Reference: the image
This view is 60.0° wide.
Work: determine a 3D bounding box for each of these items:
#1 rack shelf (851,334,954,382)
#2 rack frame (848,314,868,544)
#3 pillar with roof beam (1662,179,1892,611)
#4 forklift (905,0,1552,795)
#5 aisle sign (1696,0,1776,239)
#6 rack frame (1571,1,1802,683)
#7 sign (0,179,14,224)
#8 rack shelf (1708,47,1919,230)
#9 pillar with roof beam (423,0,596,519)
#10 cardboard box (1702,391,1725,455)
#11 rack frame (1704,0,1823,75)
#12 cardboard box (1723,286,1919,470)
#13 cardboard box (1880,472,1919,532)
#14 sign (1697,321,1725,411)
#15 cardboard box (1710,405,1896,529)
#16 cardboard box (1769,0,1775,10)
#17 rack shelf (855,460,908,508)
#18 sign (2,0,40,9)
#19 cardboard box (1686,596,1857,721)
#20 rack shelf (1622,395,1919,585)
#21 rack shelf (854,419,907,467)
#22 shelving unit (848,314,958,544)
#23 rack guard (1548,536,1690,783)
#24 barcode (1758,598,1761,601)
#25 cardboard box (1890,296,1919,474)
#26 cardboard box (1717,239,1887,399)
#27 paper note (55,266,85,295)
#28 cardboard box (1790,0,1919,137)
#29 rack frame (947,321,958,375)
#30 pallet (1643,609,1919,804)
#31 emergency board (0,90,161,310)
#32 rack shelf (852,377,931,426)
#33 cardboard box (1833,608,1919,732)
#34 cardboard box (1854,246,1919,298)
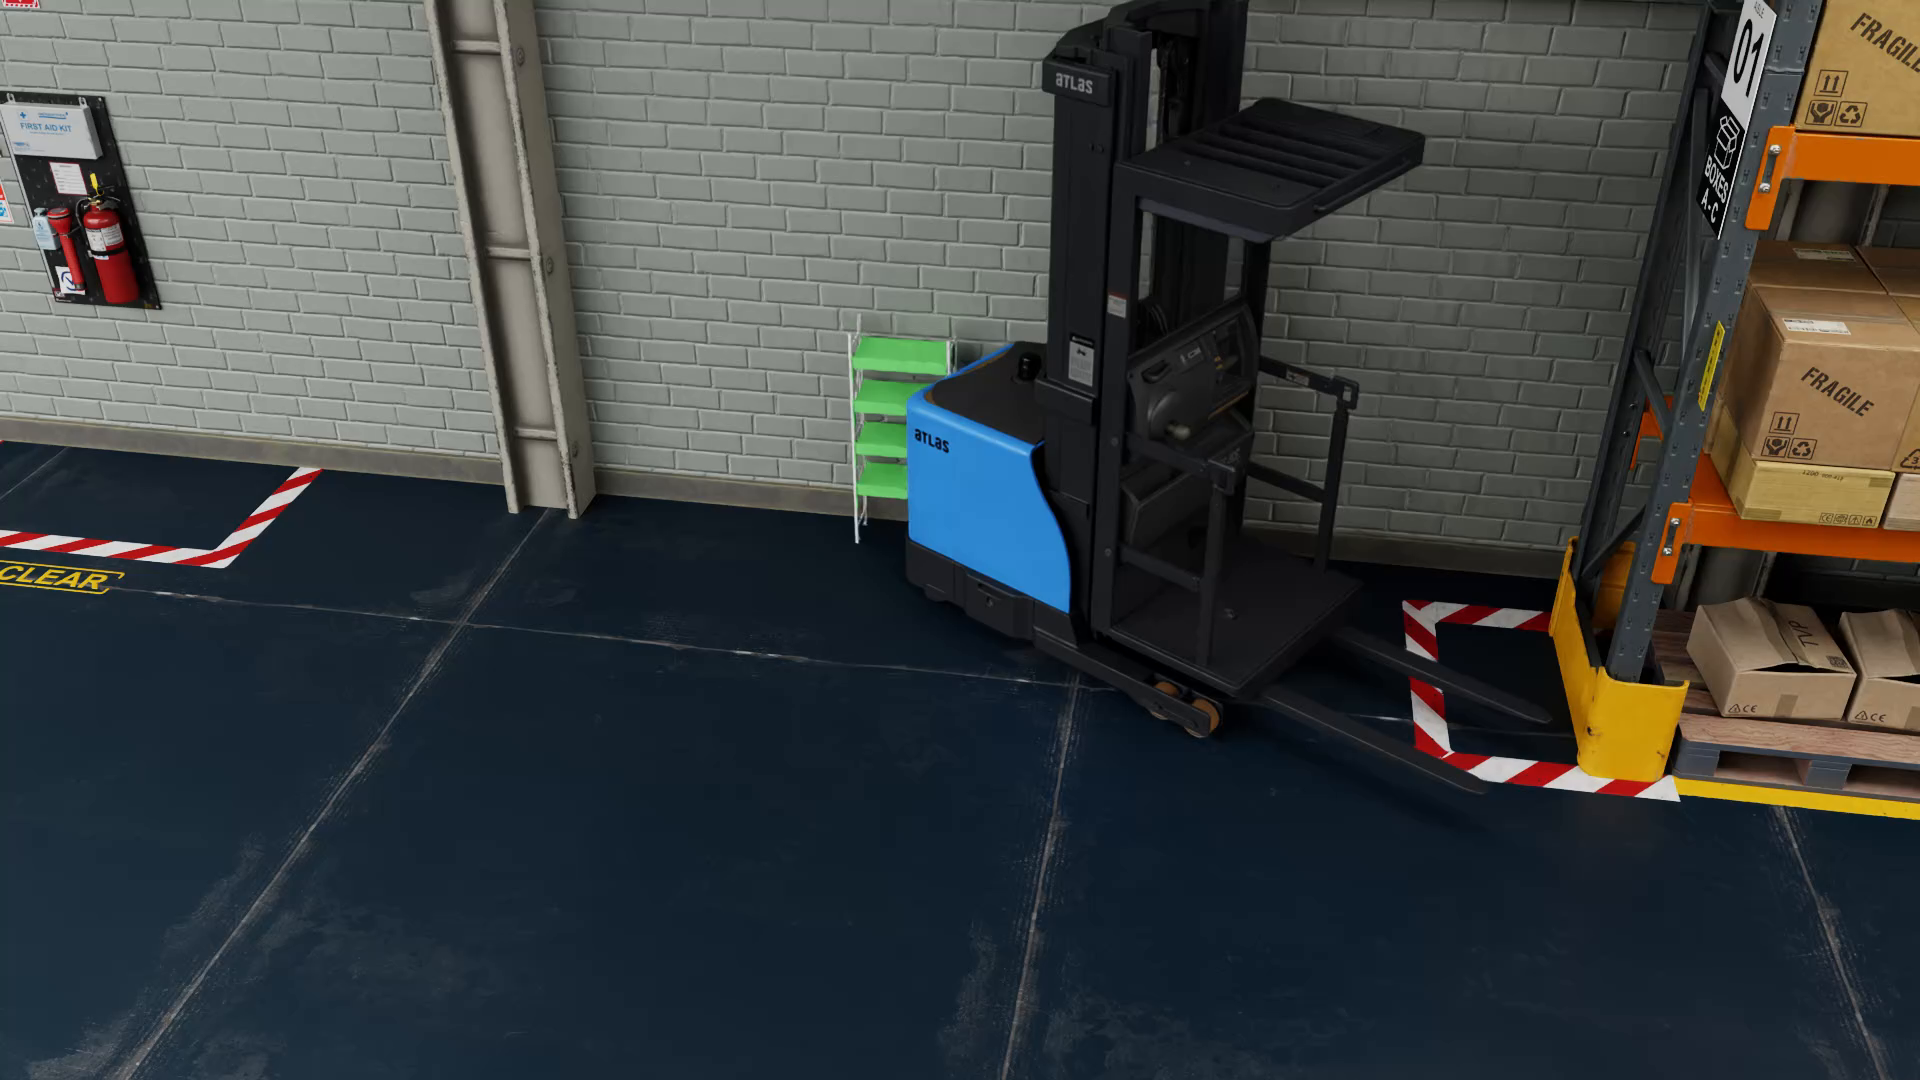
[{"bbox_3d":[-0.279,-0.885,8.248,0.480,0.148,0.258,5,32,8],"label":"rack shelf"},{"bbox_3d":[-0.520,-0.553,8.501,0.015,1.200,0.240,5,32,8],"label":"rack frame"},{"bbox_3d":[2.970,-1.240,2.249,0.400,9.000,9.100,5,32,8],"label":"pillar with roof beam"},{"bbox_3d":[1.175,-0.687,7.084,3.031,2.935,1.130,25,40,34],"label":"forklift"},{"bbox_3d":[2.738,-1.510,5.885,0.004,0.787,0.394,5,32,8],"label":"aisle sign"},{"bbox_3d":[2.859,-0.558,6.815,0.127,3.000,1.000,5,32,8],"label":"rack frame"},{"bbox_3d":[-5.177,-1.843,8.833,0.234,0.329,0.001,5,32,8],"label":"sign"},{"bbox_3d":[4.830,-1.346,5.925,4.000,0.370,1.077,5,32,8],"label":"rack shelf"},{"bbox_3d":[-2.944,-1.775,3.105,0.400,9.000,9.100,5,32,8],"label":"pillar with roof beam"},{"bbox_3d":[3.352,-0.563,6.945,0.500,0.250,0.500,6,32,9],"label":"cardboard box"},{"bbox_3d":[2.859,-3.101,5.223,0.127,3.000,1.000,5,32,8],"label":"rack frame"},{"bbox_3d":[3.279,-0.621,6.331,0.500,0.500,0.500,5,32,8],"label":"cardboard box"},{"bbox_3d":[3.801,-0.255,6.452,0.500,0.250,0.500,4,32,7],"label":"cardboard box"},{"bbox_3d":[2.768,-0.641,6.132,0.005,0.325,0.100,5,32,8],"label":"sign"},{"bbox_3d":[3.287,-0.294,6.514,0.500,0.250,0.500,4,32,7],"label":"cardboard box"},{"bbox_3d":[3.313,-1.976,6.139,0.500,0.500,0.500,7,33,12],"label":"cardboard box"},{"bbox_3d":[-0.280,-0.274,8.629,0.480,0.148,0.258,5,32,8],"label":"rack shelf"},{"bbox_3d":[-4.641,-2.760,8.147,0.199,0.298,0.001,5,32,8],"label":"sign"},{"bbox_3d":[3.526,0.504,7.238,0.500,0.311,0.500,2,32,3],"label":"cardboard box"},{"bbox_3d":[4.830,-0.075,6.720,4.000,0.370,1.077,5,32,8],"label":"rack shelf"},{"bbox_3d":[-0.279,-0.478,8.502,0.480,0.148,0.258,5,32,8],"label":"rack shelf"},{"bbox_3d":[-0.279,-0.532,8.468,0.503,1.200,0.258,5,32,8],"label":"shelving unit"},{"bbox_3d":[2.934,0.508,7.467,0.348,0.500,1.175,5,32,8],"label":"rack guard"},{"bbox_3d":[3.611,0.292,7.567,0.075,0.075,0.001,5,32,8],"label":"barcode"},{"bbox_3d":[3.764,-0.572,6.252,0.500,0.500,0.500,5,32,8],"label":"cardboard box"},{"bbox_3d":[3.359,-0.890,6.761,0.500,0.500,0.500,5,32,8],"label":"cardboard box"},{"bbox_3d":[-4.812,-1.403,8.994,0.142,0.148,0.016,5,32,8],"label":"paper note"},{"bbox_3d":[3.146,-1.720,5.731,0.500,0.500,0.500,6,33,9],"label":"cardboard box"},{"bbox_3d":[-0.038,-0.511,8.435,0.015,1.200,0.240,5,32,8],"label":"rack frame"},{"bbox_3d":[3.729,0.721,7.398,1.213,0.211,1.003,5,32,8],"label":"pallet"},{"bbox_3d":[-4.650,-1.724,8.678,0.643,1.169,0.194,5,32,8],"label":"emergency board"},{"bbox_3d":[-0.279,-0.682,8.375,0.480,0.148,0.258,5,32,8],"label":"rack shelf"},{"bbox_3d":[4.088,0.555,7.156,0.500,0.311,0.500,8,33,12],"label":"cardboard box"},{"bbox_3d":[3.854,-0.840,6.681,0.500,0.500,0.500,6,32,9],"label":"cardboard box"}]
